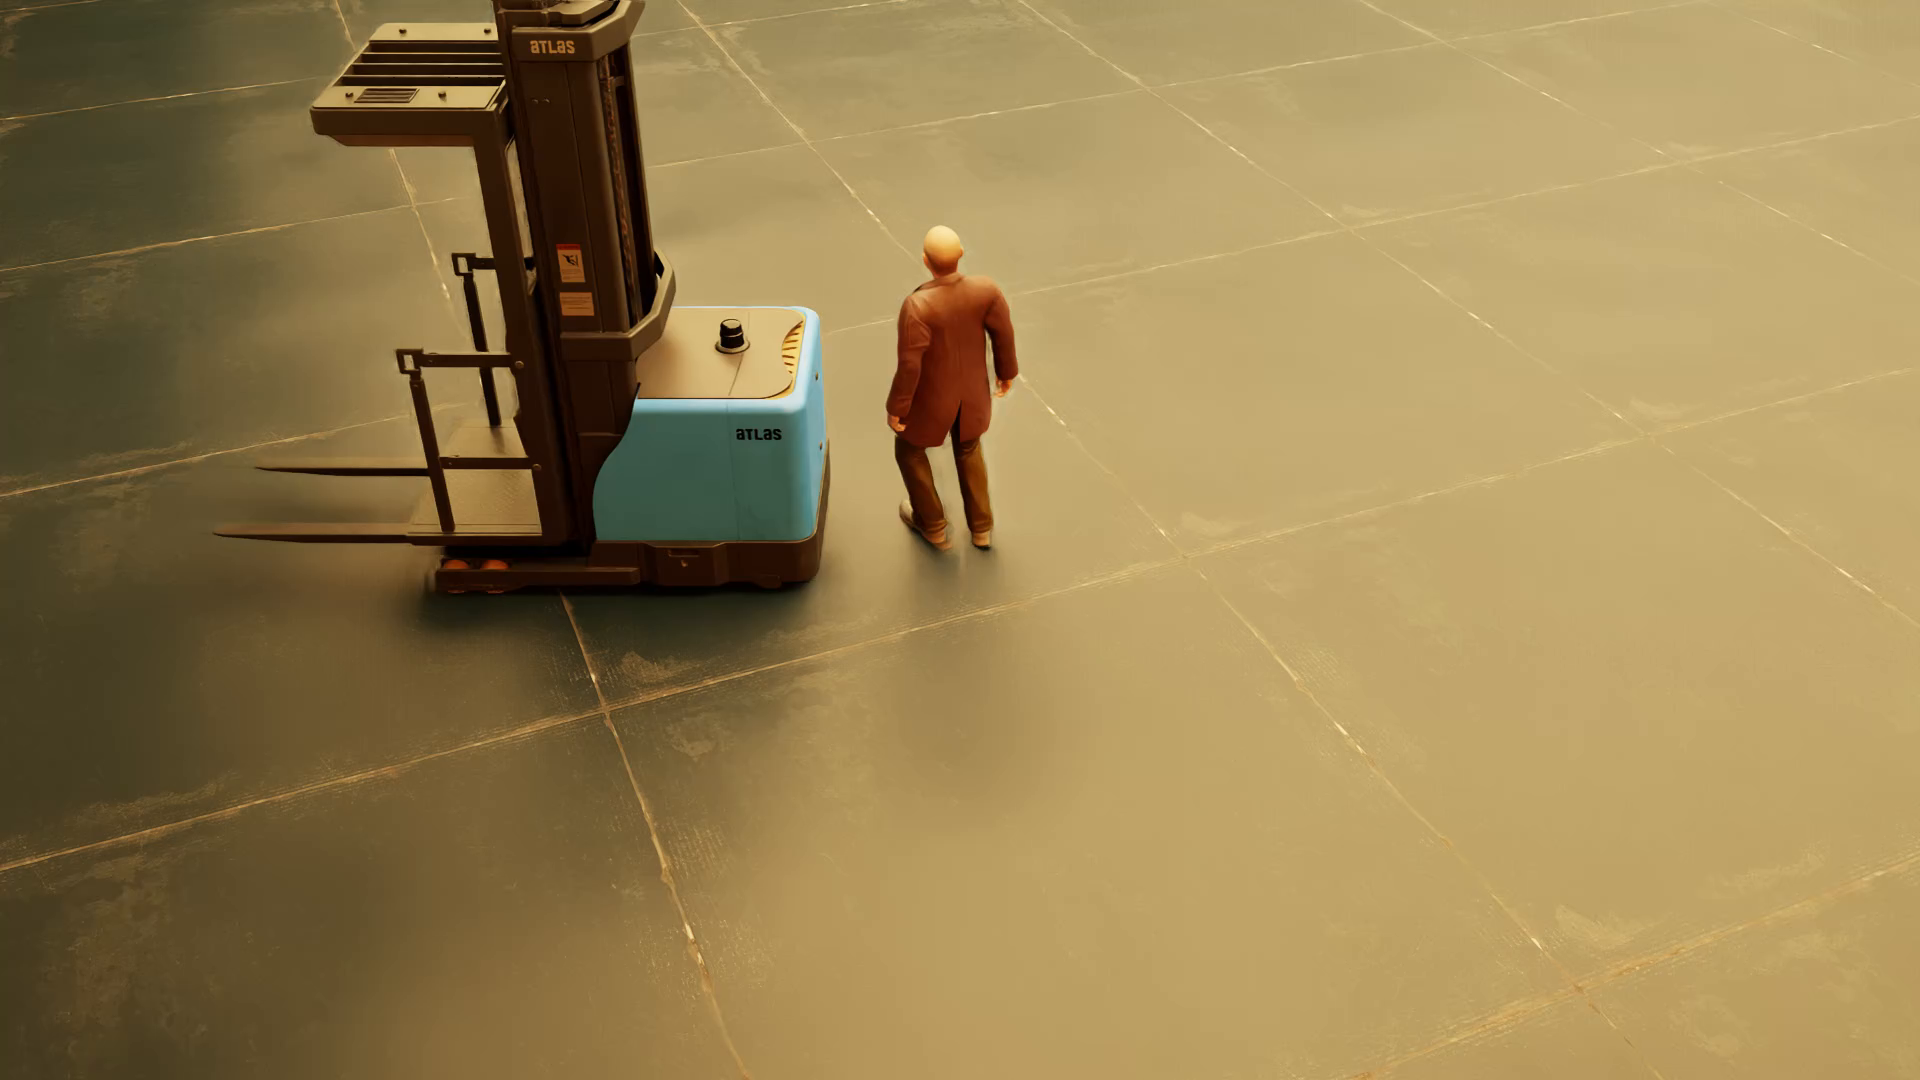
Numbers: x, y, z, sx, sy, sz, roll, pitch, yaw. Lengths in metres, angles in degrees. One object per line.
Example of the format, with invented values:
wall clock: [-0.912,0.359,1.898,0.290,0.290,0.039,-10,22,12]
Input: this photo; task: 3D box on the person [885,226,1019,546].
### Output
person: [-0.086,-0.767,8.206,0.735,1.754,0.517,-17,39,-22]

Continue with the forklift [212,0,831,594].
forklift: [-2.216,-1.236,7.837,3.031,2.935,1.130,0,35,0]
